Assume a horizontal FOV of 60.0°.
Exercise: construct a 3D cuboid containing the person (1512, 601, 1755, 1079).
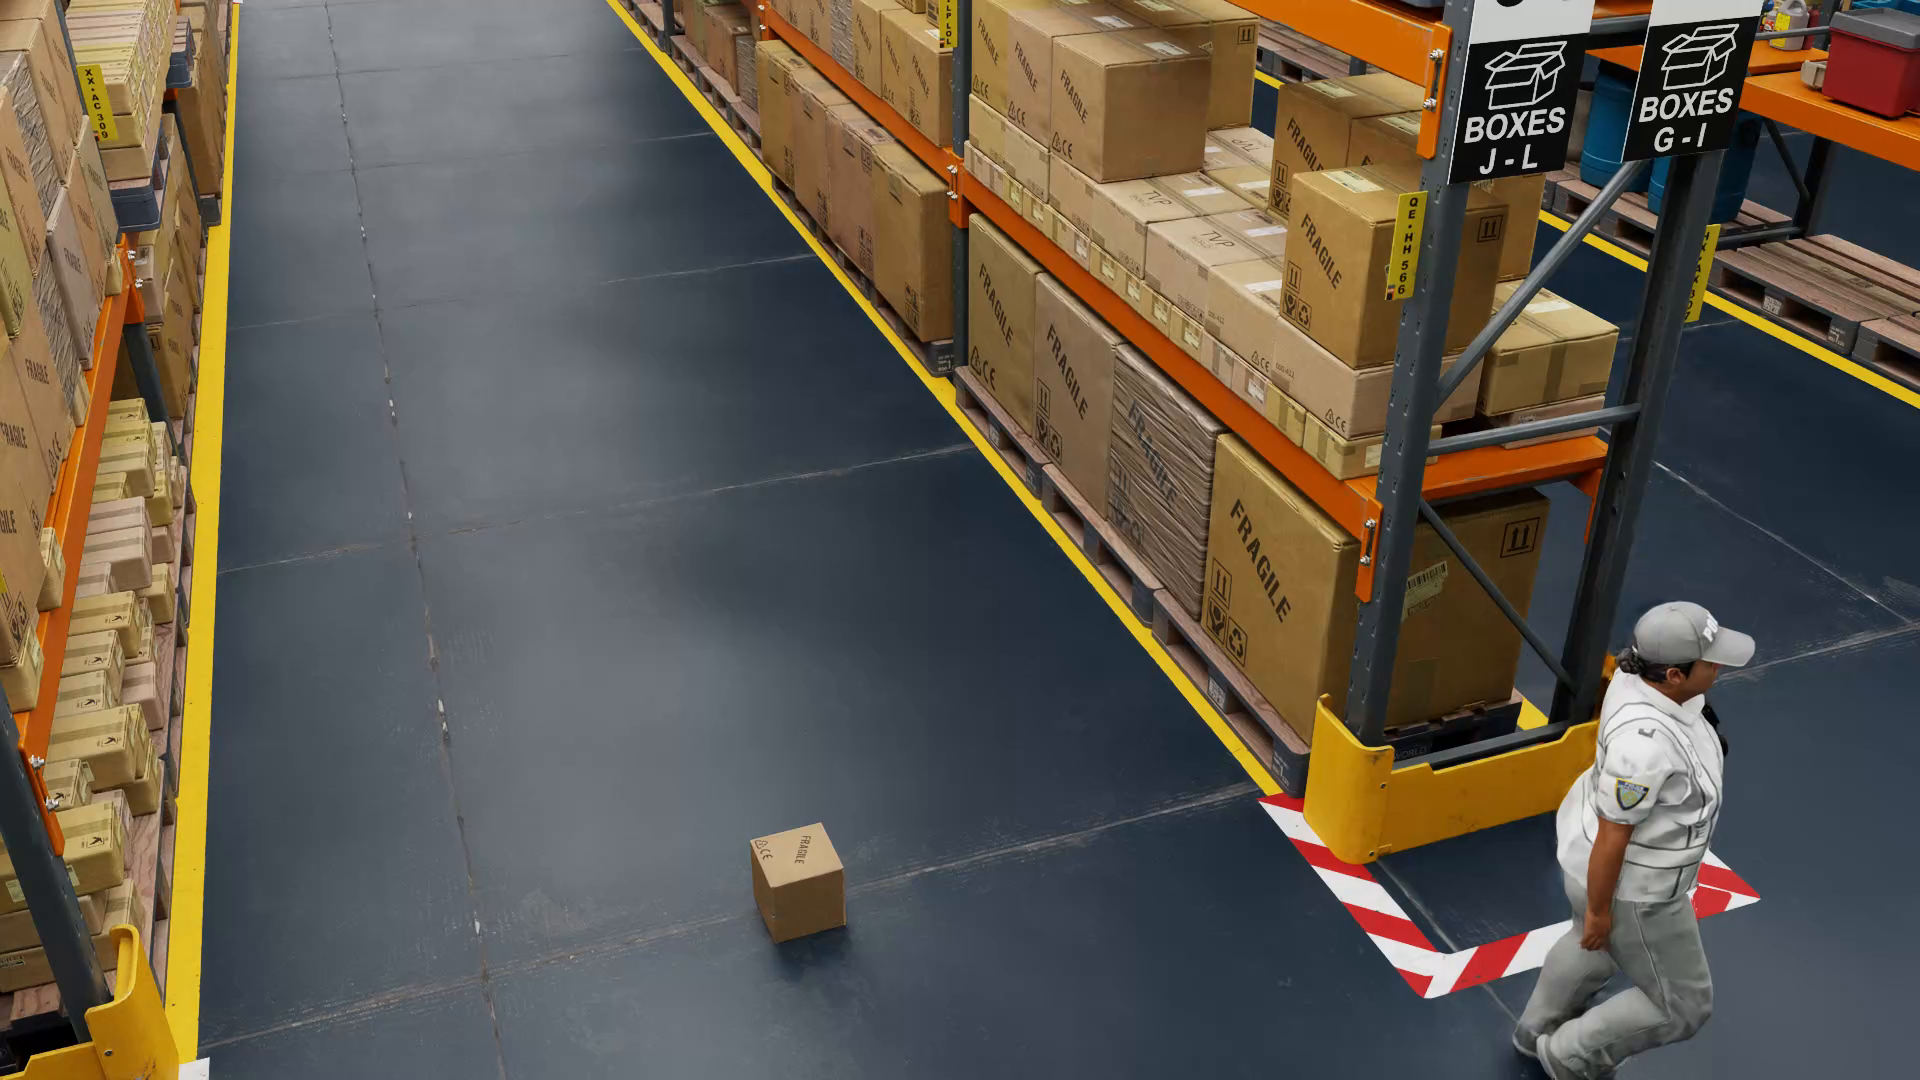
[{"bbox_3d":[1.860,0.899,4.545,0.468,1.690,0.485,10,31,16],"label":"person"}]
